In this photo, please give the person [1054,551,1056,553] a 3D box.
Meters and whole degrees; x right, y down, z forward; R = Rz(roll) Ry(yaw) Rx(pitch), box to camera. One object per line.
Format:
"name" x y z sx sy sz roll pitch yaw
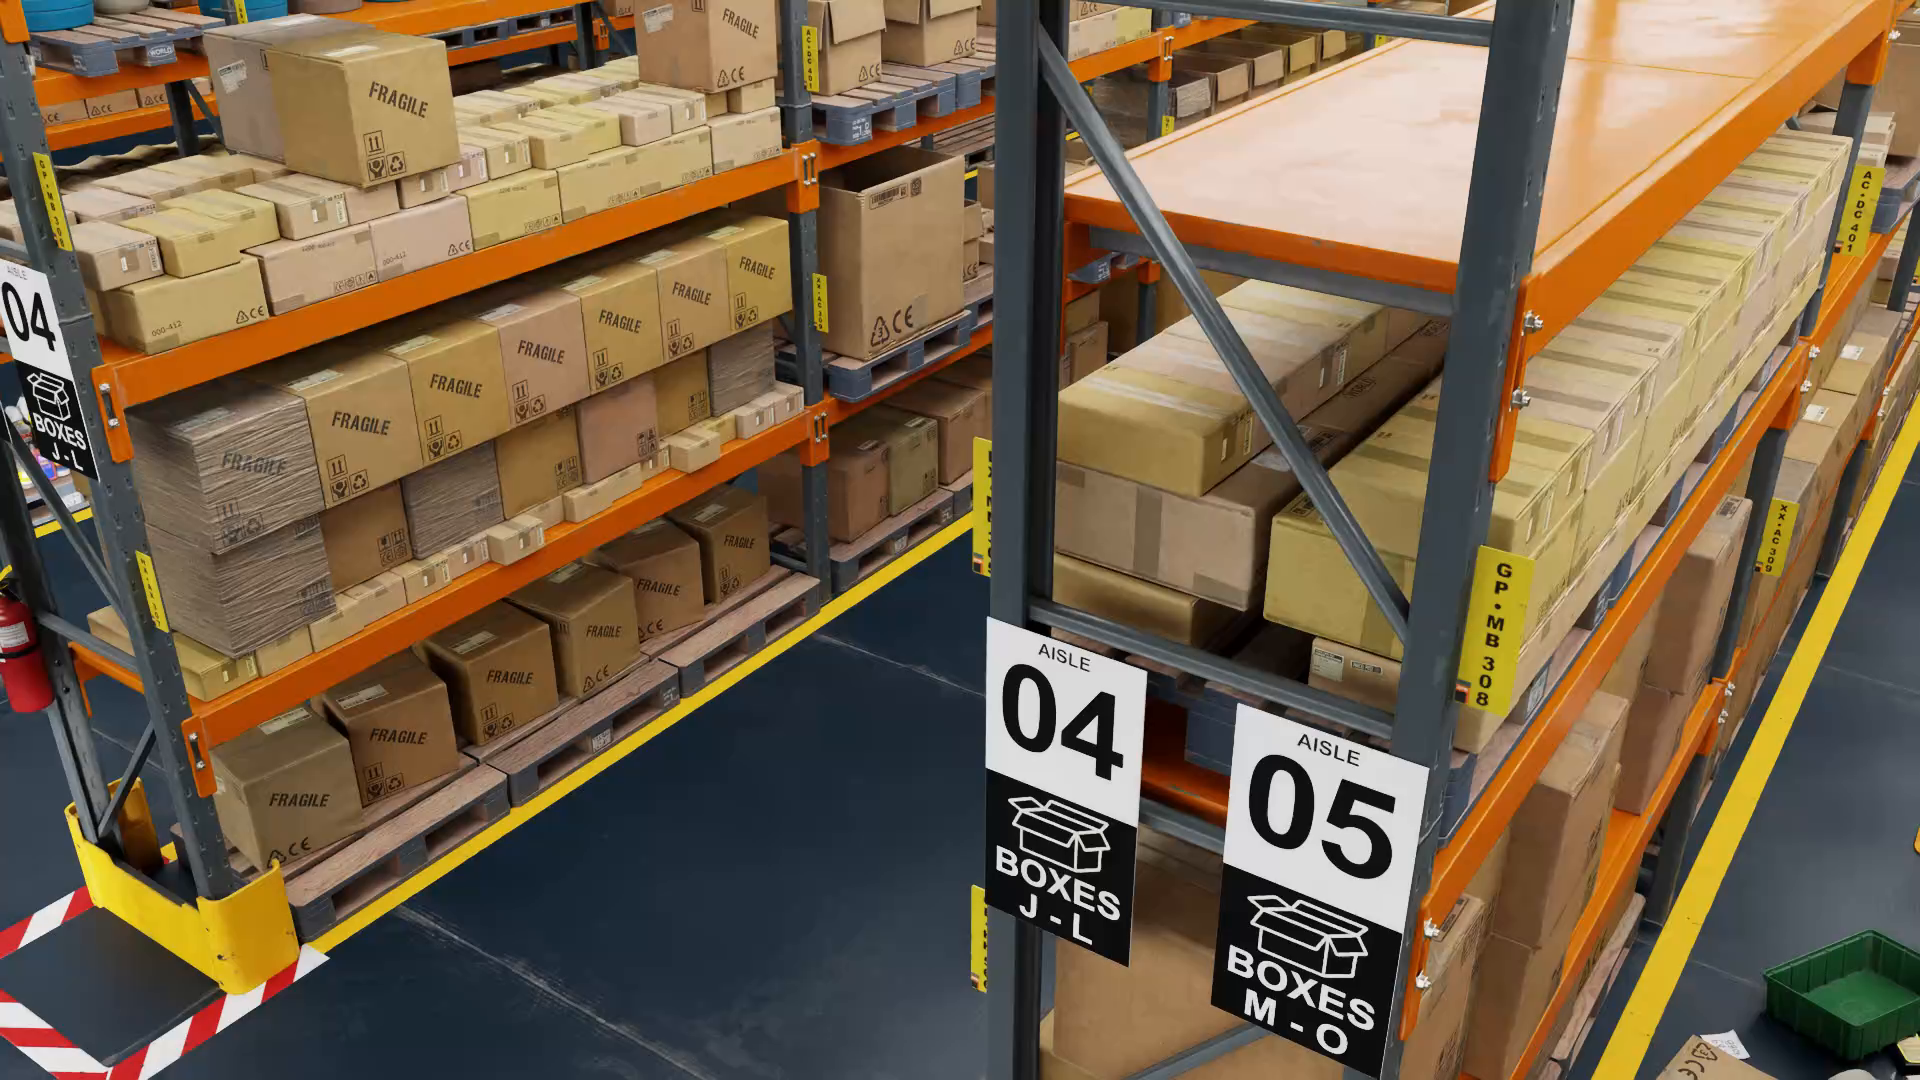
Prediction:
"person" 0.500 0.123 8.938 0.312 1.605 0.407 18 32 31
